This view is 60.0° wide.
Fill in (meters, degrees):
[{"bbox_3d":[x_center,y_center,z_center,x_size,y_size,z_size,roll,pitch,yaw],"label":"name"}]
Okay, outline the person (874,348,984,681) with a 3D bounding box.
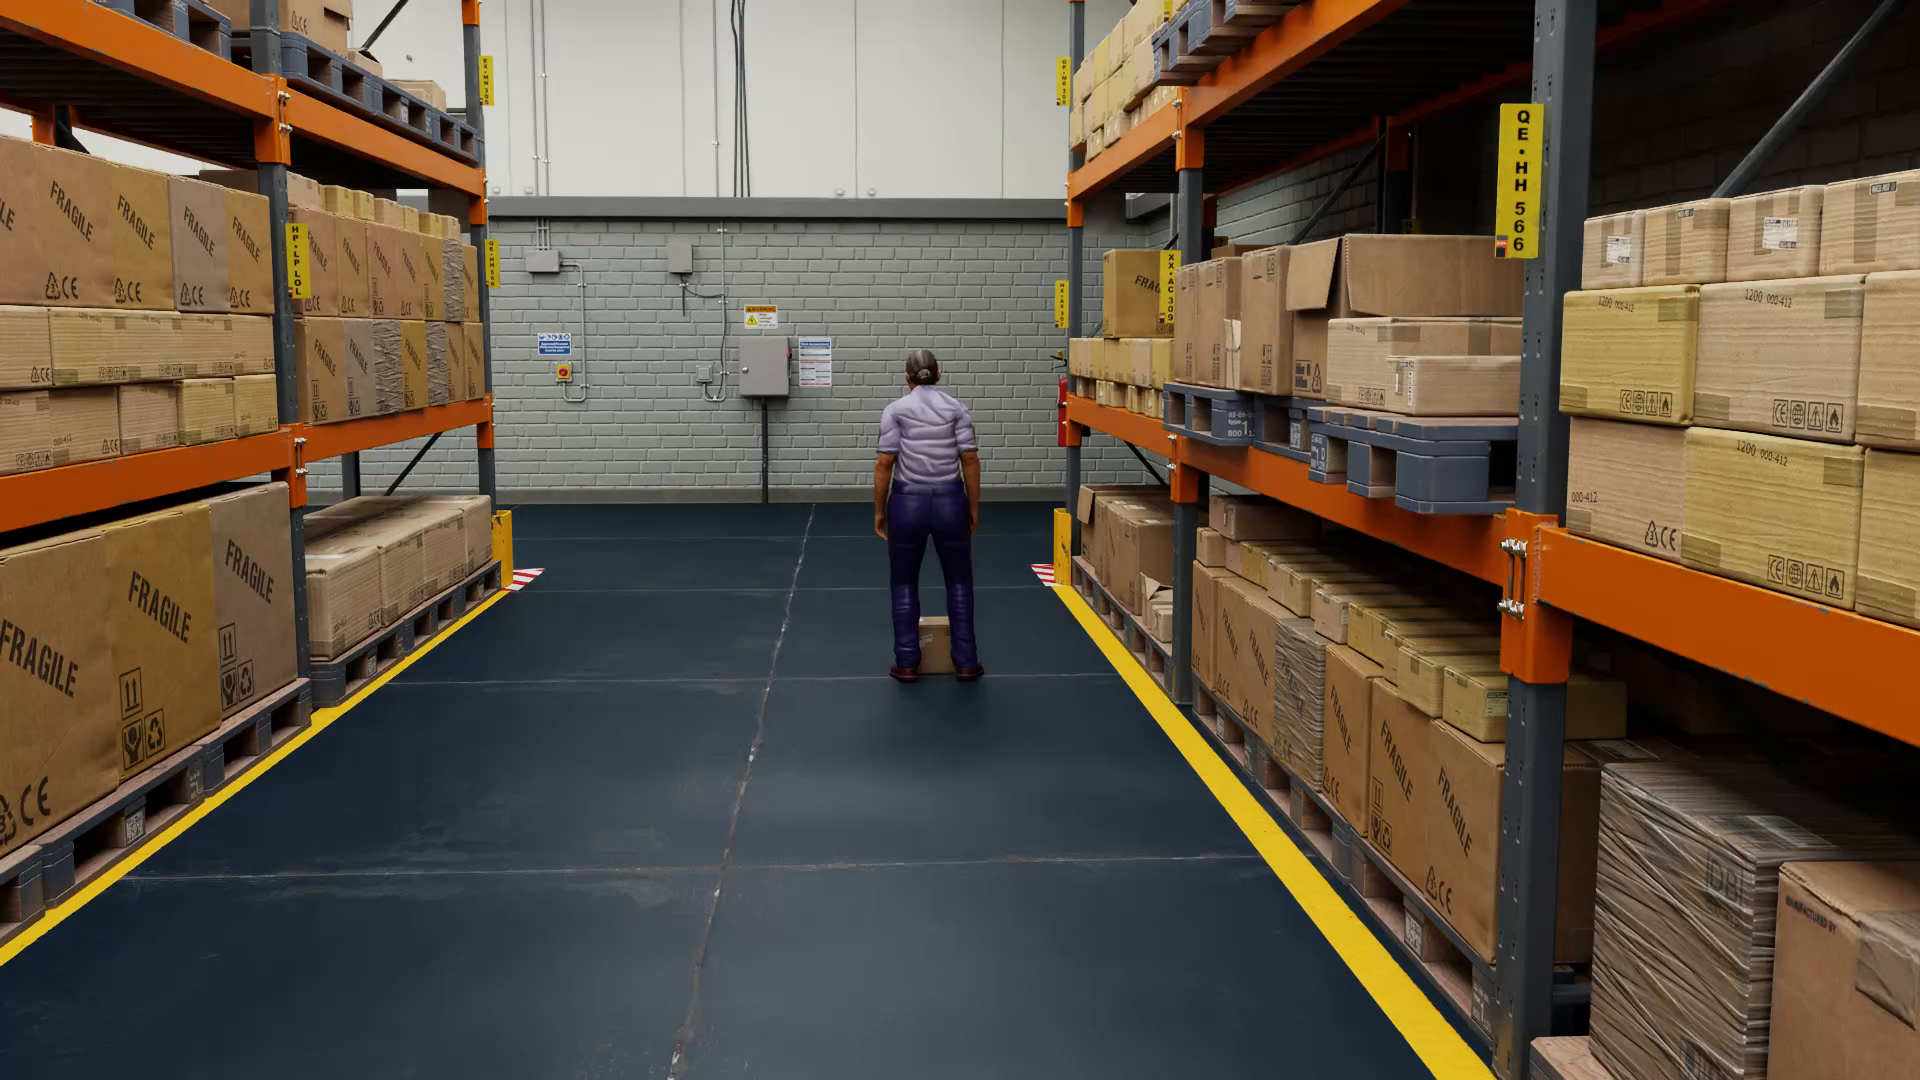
[{"bbox_3d":[-0.149,-0.126,8.311,0.563,1.653,0.327,-1,7,-7],"label":"person"}]
